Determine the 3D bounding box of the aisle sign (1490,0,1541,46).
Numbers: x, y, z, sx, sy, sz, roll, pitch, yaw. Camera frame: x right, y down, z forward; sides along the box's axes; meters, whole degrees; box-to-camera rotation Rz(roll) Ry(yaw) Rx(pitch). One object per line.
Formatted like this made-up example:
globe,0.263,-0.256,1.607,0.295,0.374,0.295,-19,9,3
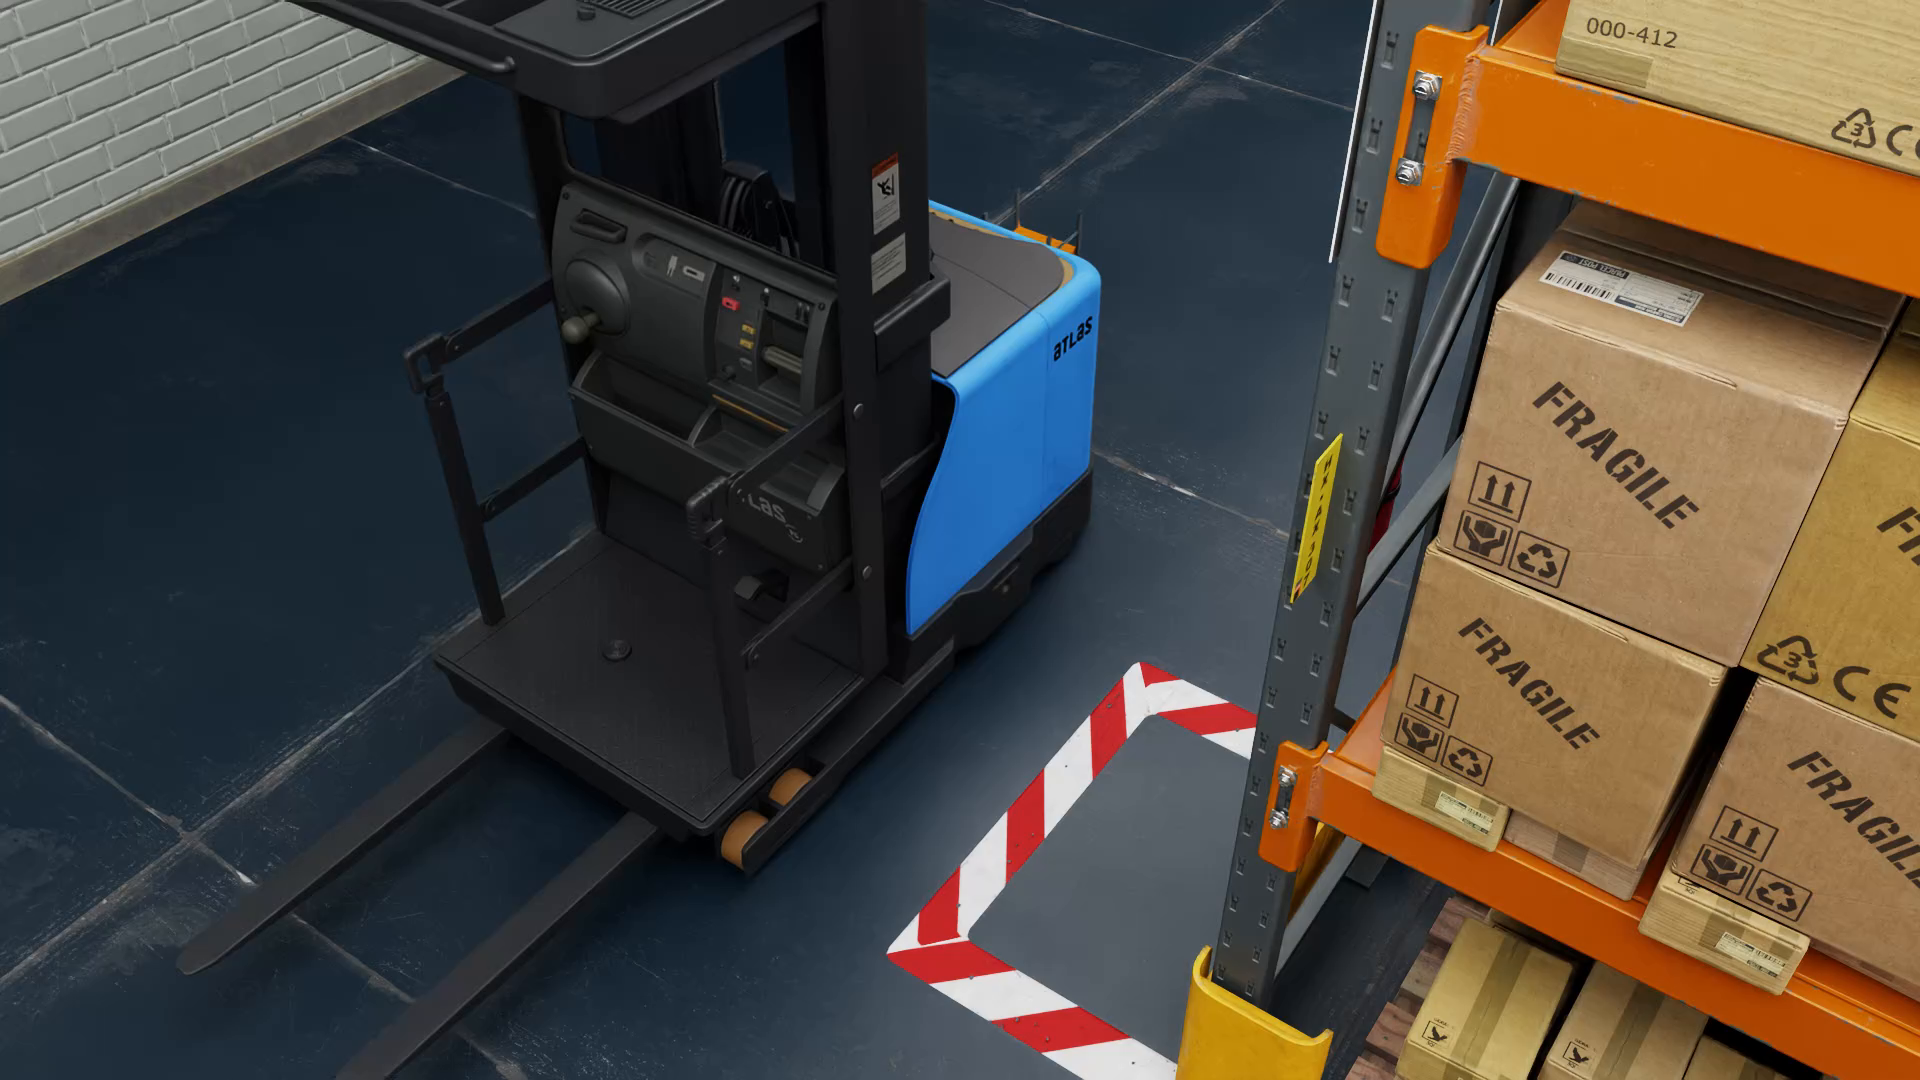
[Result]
aisle sign,1.043,-1.168,2.857,0.004,0.787,0.394,25,48,25

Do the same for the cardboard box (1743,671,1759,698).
cardboard box,1.865,0.076,3.118,0.500,0.500,0.500,24,47,25

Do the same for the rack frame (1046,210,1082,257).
rack frame,0.334,-0.617,5.652,0.008,1.050,0.200,25,48,26

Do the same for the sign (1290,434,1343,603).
sign,0.620,-0.034,2.890,0.005,0.325,0.100,25,48,25

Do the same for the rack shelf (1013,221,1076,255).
rack shelf,0.234,-0.868,5.523,0.240,0.259,0.215,25,48,26

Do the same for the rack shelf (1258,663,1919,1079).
rack shelf,2.568,1.026,2.893,4.000,0.370,1.077,25,48,25

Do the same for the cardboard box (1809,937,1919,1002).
cardboard box,1.721,0.620,2.996,0.250,0.149,0.380,27,49,27

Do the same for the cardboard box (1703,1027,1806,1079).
cardboard box,1.917,1.177,4.008,0.250,0.149,0.380,25,47,25

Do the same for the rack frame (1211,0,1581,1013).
rack frame,0.931,-0.008,3.509,0.127,3.000,1.000,25,48,25

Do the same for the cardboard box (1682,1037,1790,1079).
cardboard box,1.592,1.269,3.460,0.250,0.149,0.380,25,47,25

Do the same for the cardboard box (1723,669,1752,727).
cardboard box,1.756,0.260,3.399,0.250,0.149,0.380,25,47,25

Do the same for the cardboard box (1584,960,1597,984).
cardboard box,1.710,0.963,4.024,0.250,0.149,0.380,24,47,24

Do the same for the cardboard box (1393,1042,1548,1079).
cardboard box,1.176,1.273,3.900,0.250,0.149,0.380,26,48,26

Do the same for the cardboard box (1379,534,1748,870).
cardboard box,1.140,0.167,3.016,0.500,0.500,0.500,27,49,27

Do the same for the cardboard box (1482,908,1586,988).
cardboard box,1.482,0.986,4.222,0.250,0.149,0.380,26,48,26

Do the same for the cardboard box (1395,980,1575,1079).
cardboard box,1.213,1.128,3.840,0.250,0.149,0.380,27,48,27

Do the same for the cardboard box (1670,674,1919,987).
cardboard box,1.593,0.358,2.803,0.500,0.500,0.500,25,48,25

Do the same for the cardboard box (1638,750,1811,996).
cardboard box,1.430,0.596,3.023,0.250,0.149,0.380,24,47,24

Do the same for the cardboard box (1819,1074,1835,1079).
cardboard box,1.843,1.318,3.404,0.250,0.149,0.380,23,47,23

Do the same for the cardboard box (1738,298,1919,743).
cardboard box,1.563,-0.022,2.477,0.500,0.500,0.500,26,48,26

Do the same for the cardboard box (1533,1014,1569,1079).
cardboard box,1.437,1.329,3.838,0.250,0.149,0.380,25,47,25

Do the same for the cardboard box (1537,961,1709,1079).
cardboard box,1.460,1.102,3.645,0.250,0.149,0.380,26,48,26

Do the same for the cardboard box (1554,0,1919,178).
cardboard box,1.152,-0.758,2.211,0.500,0.250,0.500,27,48,27

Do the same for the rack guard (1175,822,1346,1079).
rack guard,0.993,0.953,4.310,0.348,0.500,1.175,25,48,25

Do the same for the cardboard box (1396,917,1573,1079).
cardboard box,1.165,1.062,3.690,0.250,0.149,0.380,23,47,24

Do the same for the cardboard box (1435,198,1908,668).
cardboard box,1.146,-0.212,2.689,0.500,0.500,0.500,25,47,25

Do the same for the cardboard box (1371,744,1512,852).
cardboard box,1.008,0.389,3.254,0.250,0.149,0.380,25,47,25

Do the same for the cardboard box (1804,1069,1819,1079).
cardboard box,2.127,1.264,3.910,0.250,0.149,0.380,26,48,26

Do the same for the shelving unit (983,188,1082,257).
shelving unit,0.234,-0.664,5.705,0.252,1.050,0.215,25,48,26

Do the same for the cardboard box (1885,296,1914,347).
cardboard box,1.448,-0.489,2.999,0.500,0.500,0.500,24,47,25

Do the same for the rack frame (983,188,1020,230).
rack frame,0.135,-0.711,5.758,0.008,1.050,0.200,25,48,26

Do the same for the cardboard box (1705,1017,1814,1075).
cardboard box,1.953,1.031,3.948,0.250,0.149,0.380,23,47,24

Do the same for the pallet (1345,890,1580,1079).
pallet,1.638,1.391,4.037,1.213,0.211,1.003,25,48,25

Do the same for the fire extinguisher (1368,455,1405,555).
fire extinguisher,0.990,-0.189,4.049,0.183,0.674,0.296,25,48,25

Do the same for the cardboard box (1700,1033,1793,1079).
cardboard box,1.655,1.309,3.638,0.250,0.149,0.380,26,48,26

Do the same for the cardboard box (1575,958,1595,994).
cardboard box,1.750,1.029,4.174,0.250,0.149,0.380,27,48,27

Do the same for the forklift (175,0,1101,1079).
forklift,-0.828,-0.533,4.147,1.130,2.935,3.031,26,48,26

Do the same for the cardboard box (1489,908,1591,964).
cardboard box,1.527,0.833,4.169,0.250,0.149,0.380,24,47,24

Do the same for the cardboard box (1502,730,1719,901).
cardboard box,1.240,0.464,3.171,0.250,0.149,0.380,27,48,27

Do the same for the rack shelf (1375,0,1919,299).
rack shelf,2.568,-0.092,1.893,4.000,0.370,1.077,25,48,25

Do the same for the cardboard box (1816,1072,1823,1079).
cardboard box,2.114,1.191,3.770,0.250,0.149,0.380,25,47,25

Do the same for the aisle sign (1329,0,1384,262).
aisle sign,0.699,-0.841,2.491,0.004,0.787,0.394,25,48,25
